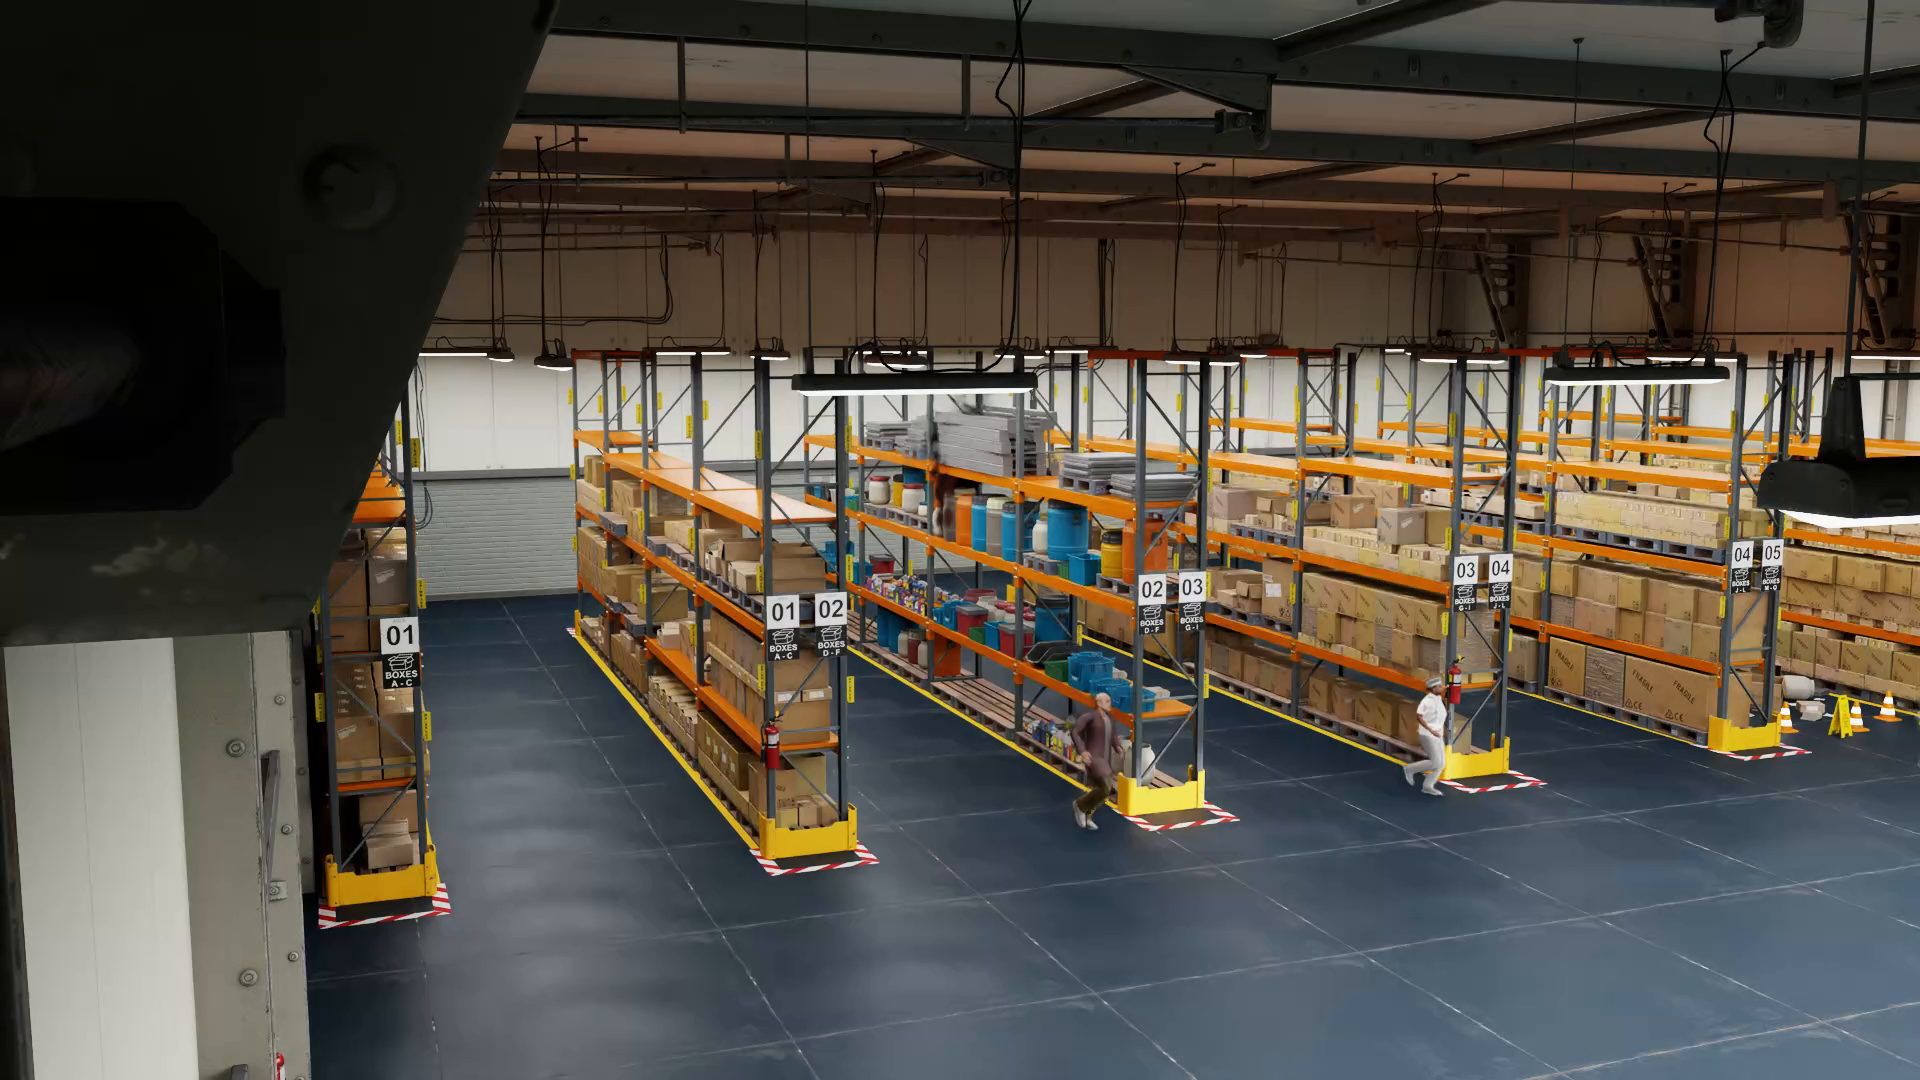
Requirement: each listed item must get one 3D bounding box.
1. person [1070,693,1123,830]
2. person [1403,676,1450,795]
[{"bbox_3d":[1.819,2.831,21.351,0.599,1.733,0.692,6,9,39],"label":"person"},{"bbox_3d":[6.477,2.672,23.003,0.547,1.633,0.608,6,9,38],"label":"person"}]
